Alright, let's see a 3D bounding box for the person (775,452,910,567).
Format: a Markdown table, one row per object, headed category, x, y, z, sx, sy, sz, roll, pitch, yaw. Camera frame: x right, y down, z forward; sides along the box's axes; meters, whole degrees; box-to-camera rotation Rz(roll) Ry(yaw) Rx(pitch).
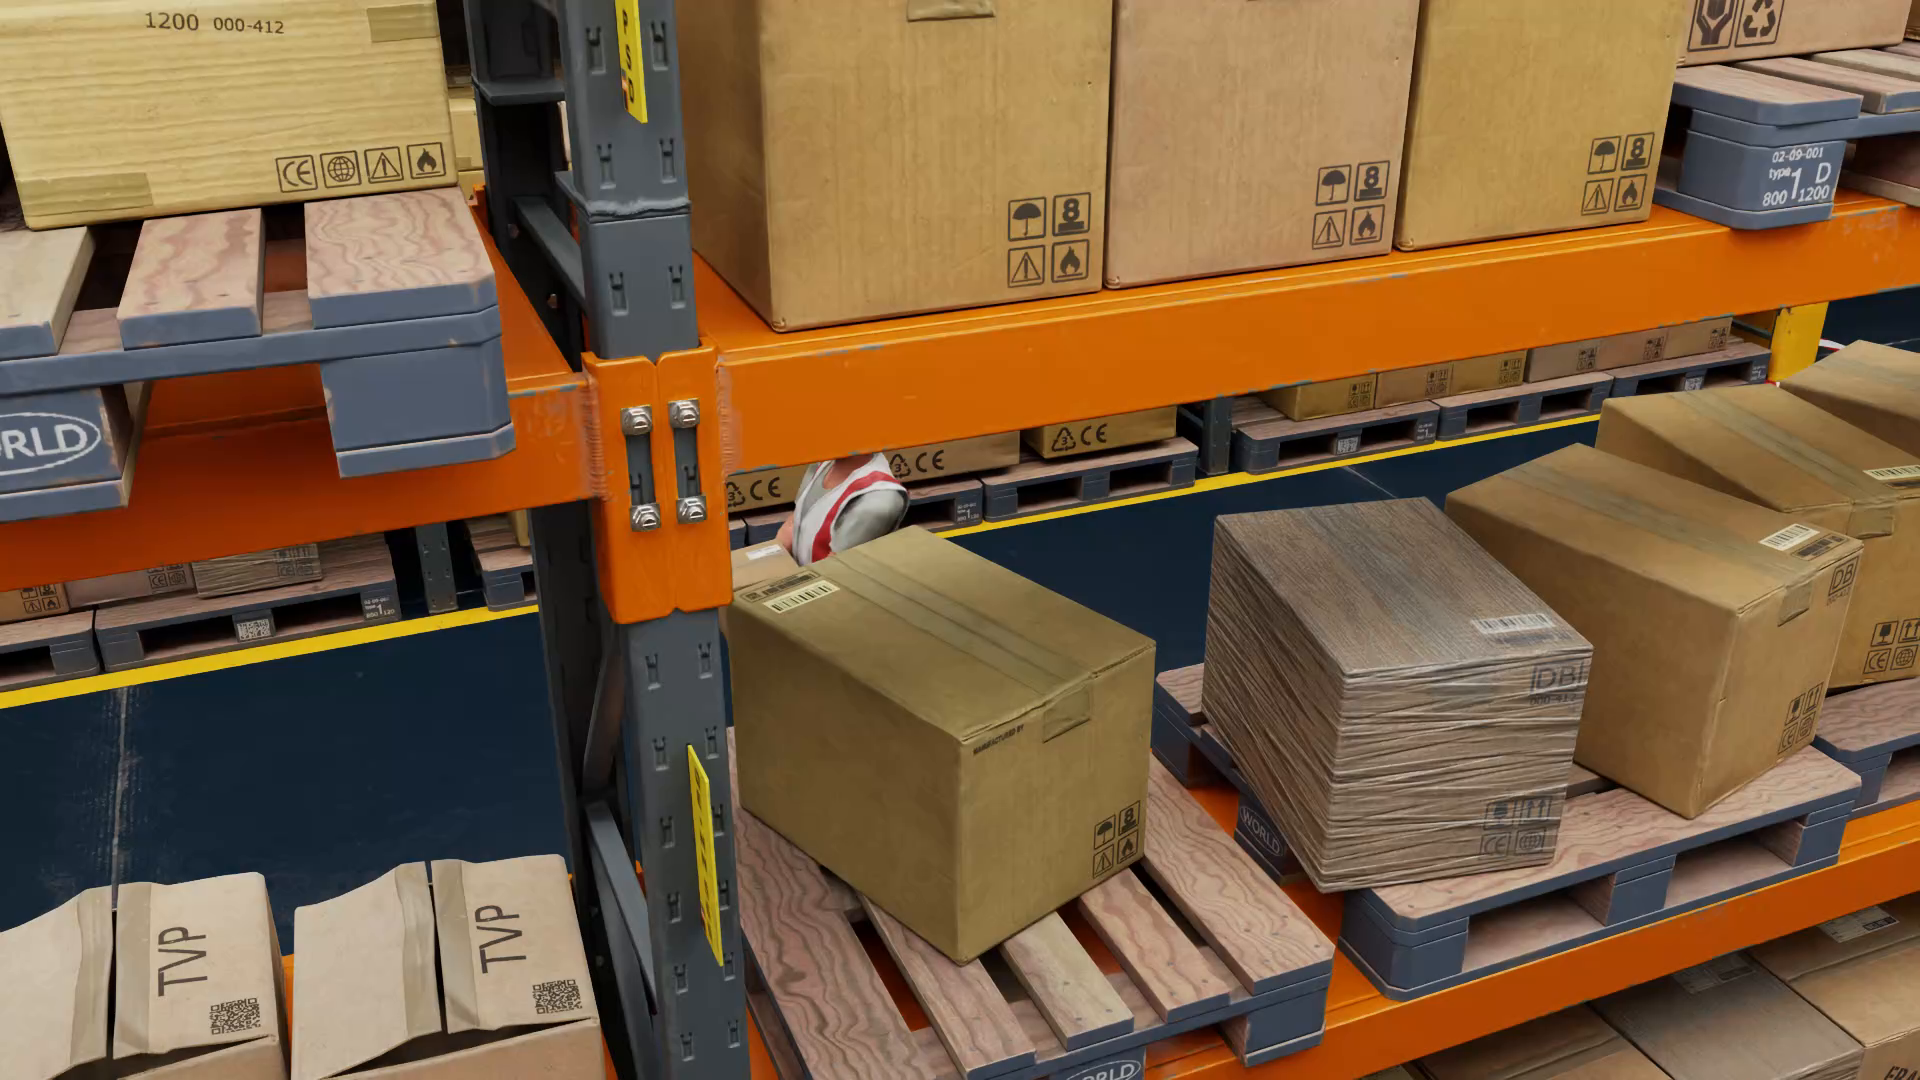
| category | x | y | z | sx | sy | sz | roll | pitch | yaw |
| --- | --- | --- | --- | --- | --- | --- | --- | --- | --- |
| person | -0.476 | 0.314 | 5.440 | 0.573 | 1.782 | 0.494 | -10 | 28 | -20 |
